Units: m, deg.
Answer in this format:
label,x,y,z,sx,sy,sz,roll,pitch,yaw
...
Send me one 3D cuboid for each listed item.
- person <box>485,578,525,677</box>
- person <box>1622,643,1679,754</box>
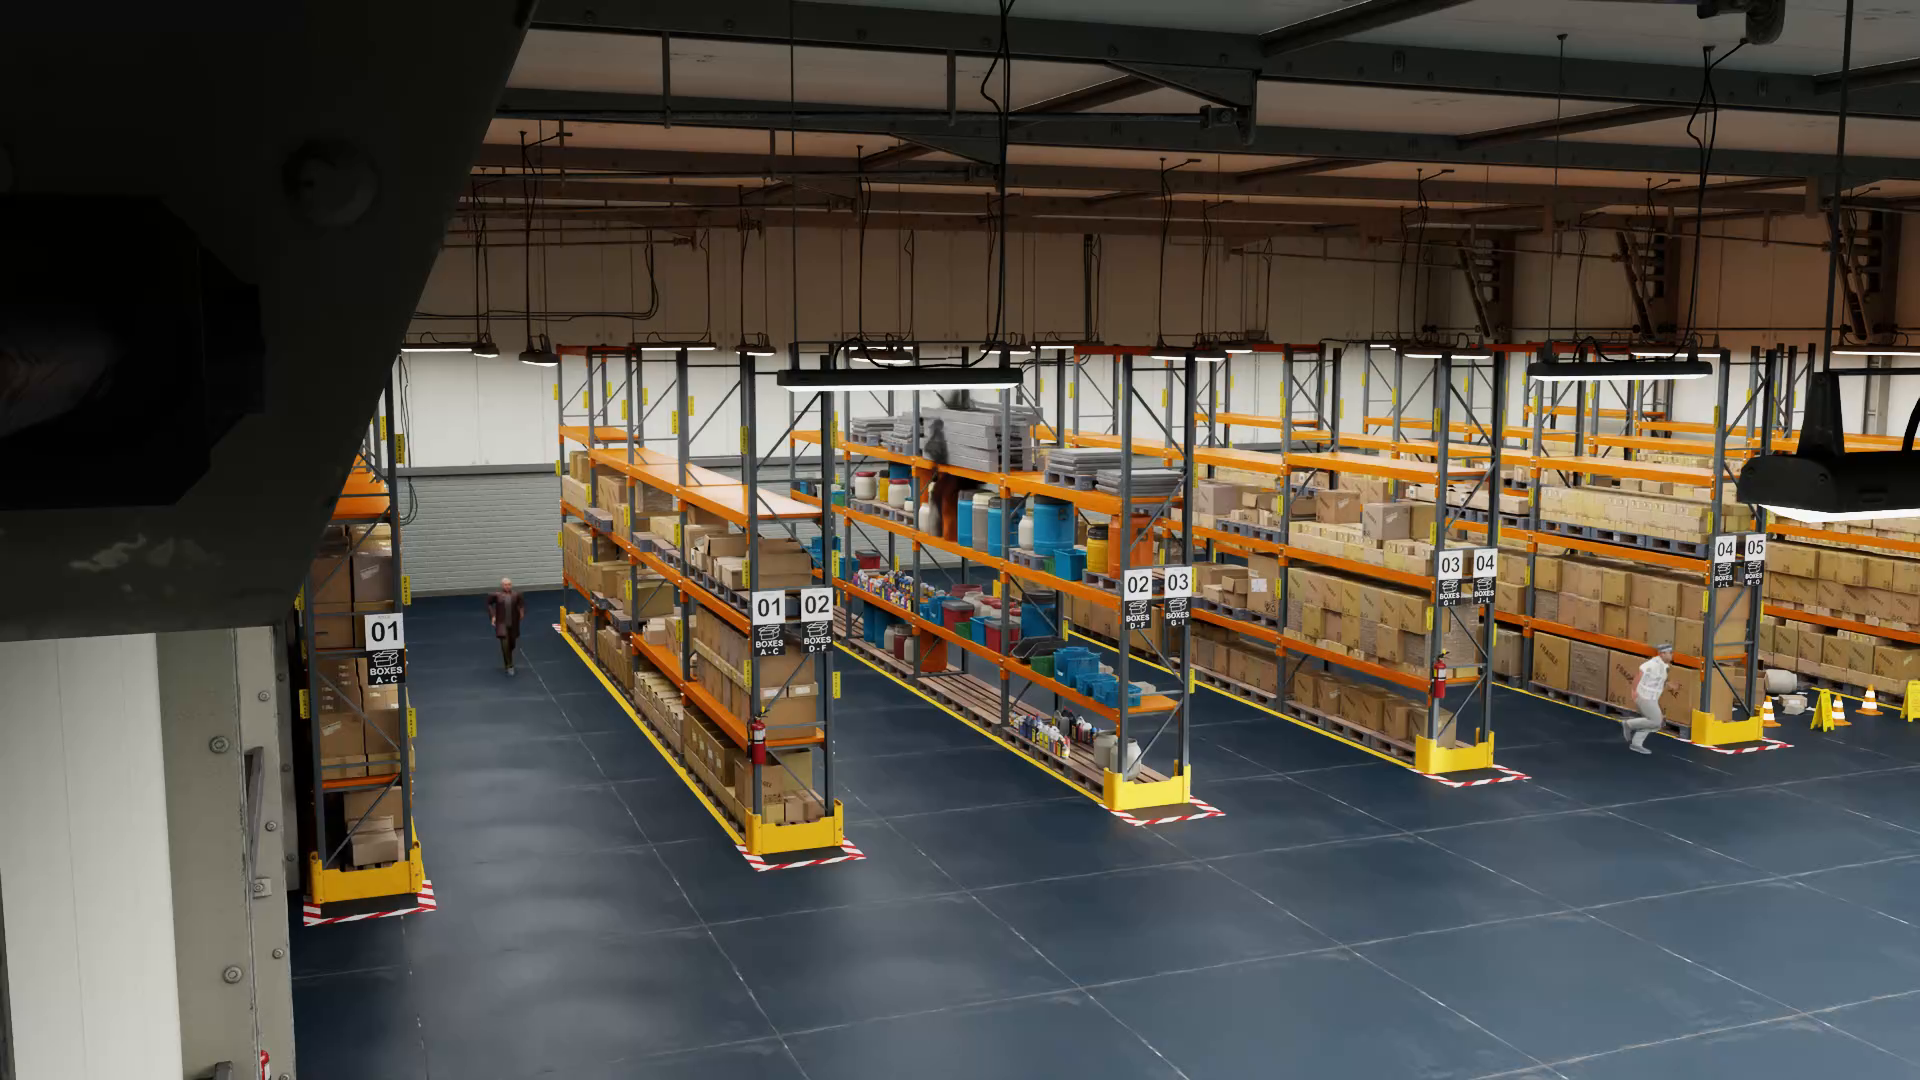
label,x,y,z,sx,sy,sz,roll,pitch,yaw
person,-8.376,1.570,30.694,0.675,1.775,0.941,-4,8,-26
person,10.328,2.355,24.856,0.749,1.701,0.652,4,8,27
